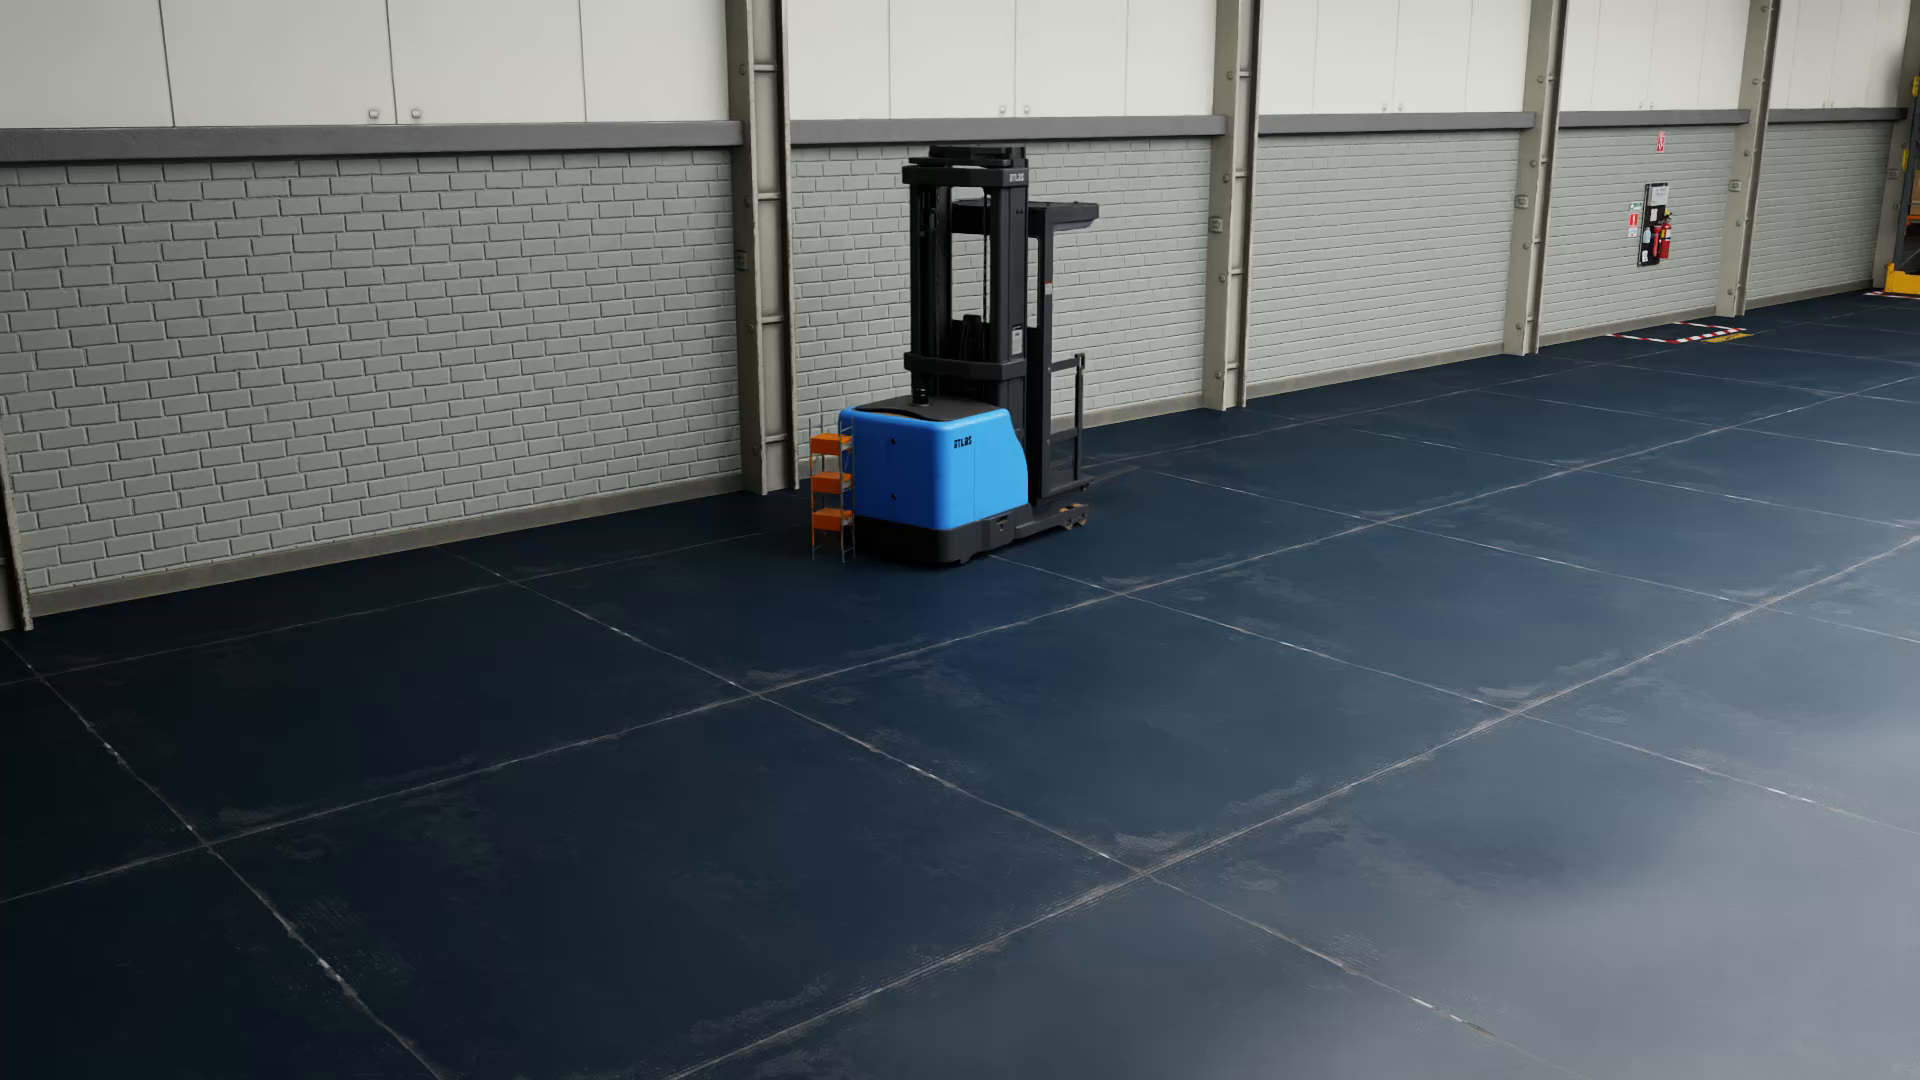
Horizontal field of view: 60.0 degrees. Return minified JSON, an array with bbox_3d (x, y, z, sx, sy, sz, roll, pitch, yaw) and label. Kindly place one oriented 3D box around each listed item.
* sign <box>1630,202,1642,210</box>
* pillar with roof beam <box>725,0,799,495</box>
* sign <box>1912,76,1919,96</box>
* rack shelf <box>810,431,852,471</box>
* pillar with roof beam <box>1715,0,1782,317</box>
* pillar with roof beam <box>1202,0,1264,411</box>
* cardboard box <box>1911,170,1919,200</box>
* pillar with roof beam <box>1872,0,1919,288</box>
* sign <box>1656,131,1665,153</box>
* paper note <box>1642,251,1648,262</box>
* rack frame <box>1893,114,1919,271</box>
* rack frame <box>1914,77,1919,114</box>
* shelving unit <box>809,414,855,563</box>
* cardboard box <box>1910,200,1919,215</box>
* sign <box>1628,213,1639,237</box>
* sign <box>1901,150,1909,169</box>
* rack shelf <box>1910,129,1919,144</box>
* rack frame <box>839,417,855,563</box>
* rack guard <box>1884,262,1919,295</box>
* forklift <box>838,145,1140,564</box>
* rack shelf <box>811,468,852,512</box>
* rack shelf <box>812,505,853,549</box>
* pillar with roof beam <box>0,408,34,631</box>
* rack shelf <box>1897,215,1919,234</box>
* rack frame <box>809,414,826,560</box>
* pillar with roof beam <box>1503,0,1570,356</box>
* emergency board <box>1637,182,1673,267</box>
[{"bbox_3d":[9.574,-4.730,23.549,0.331,0.109,0.001,-13,19,-39],"label":"sign"},{"bbox_3d":[1.186,-3.953,10.113,0.400,9.000,9.100,-13,19,-39],"label":"pillar with roof beam"},{"bbox_3d":[16.156,-7.660,28.087,0.005,0.325,0.100,-13,19,-39],"label":"sign"},{"bbox_3d":[-0.930,-0.638,12.047,0.240,0.259,0.215,6,16,23],"label":"rack shelf"},{"bbox_3d":[14.765,-7.003,21.529,0.400,9.000,9.100,-13,19,-39],"label":"pillar with roof beam"},{"bbox_3d":[5.712,-4.970,13.918,0.400,9.000,9.100,-13,19,-39],"label":"pillar with roof beam"},{"bbox_3d":[16.721,-6.093,28.545,0.500,0.500,0.500,-13,20,-40],"label":"cardboard box"},{"bbox_3d":[19.291,-8.019,25.334,0.400,9.000,9.100,-13,19,-39],"label":"pillar with roof beam"},{"bbox_3d":[9.978,-5.669,23.669,0.199,0.298,0.001,-13,19,-39],"label":"sign"},{"bbox_3d":[9.871,-4.089,23.953,0.142,0.148,0.016,-13,19,-39],"label":"paper note"},{"bbox_3d":[16.505,-5.672,28.171,0.127,3.000,1.000,-13,19,-39],"label":"rack frame"},{"bbox_3d":[16.505,-8.570,27.397,0.127,3.000,1.000,-13,19,-39],"label":"rack frame"},{"bbox_3d":[-0.930,-0.374,12.117,0.252,1.050,0.215,6,16,23],"label":"shelving unit"},{"bbox_3d":[16.730,-5.726,28.626,0.500,0.250,0.500,-12,19,-39],"label":"cardboard box"},{"bbox_3d":[9.565,-4.475,23.621,0.234,0.329,0.001,-13,19,-39],"label":"sign"},{"bbox_3d":[16.156,-6.495,28.398,0.005,0.325,0.100,-13,19,-39],"label":"sign"},{"bbox_3d":[18.014,-7.112,29.145,4.000,0.370,1.077,-13,19,-39],"label":"rack shelf"},{"bbox_3d":[-0.818,-0.362,12.070,0.008,1.050,0.200,6,16,23],"label":"rack frame"},{"bbox_3d":[16.562,-4.477,28.542,0.348,0.500,1.175,-13,19,-39],"label":"rack guard"},{"bbox_3d":[0.374,-1.567,12.937,1.130,2.935,3.031,11,18,35],"label":"forklift"},{"bbox_3d":[-0.930,-0.364,12.120,0.240,0.259,0.215,6,16,23],"label":"rack shelf"},{"bbox_3d":[-0.930,-0.096,12.192,0.240,0.259,0.215,6,16,23],"label":"rack shelf"},{"bbox_3d":[-3.340,-2.937,6.308,0.400,9.000,9.100,-13,19,-39],"label":"pillar with roof beam"},{"bbox_3d":[18.014,-5.663,29.533,4.000,0.370,1.077,-13,19,-39],"label":"rack shelf"},{"bbox_3d":[-1.041,-0.387,12.164,0.008,1.050,0.200,6,16,23],"label":"rack frame"},{"bbox_3d":[10.239,-5.986,17.723,0.400,9.000,9.100,-13,19,-39],"label":"pillar with roof beam"},{"bbox_3d":[10.050,-4.531,23.901,0.643,1.169,0.194,-13,19,-39],"label":"emergency board"}]
